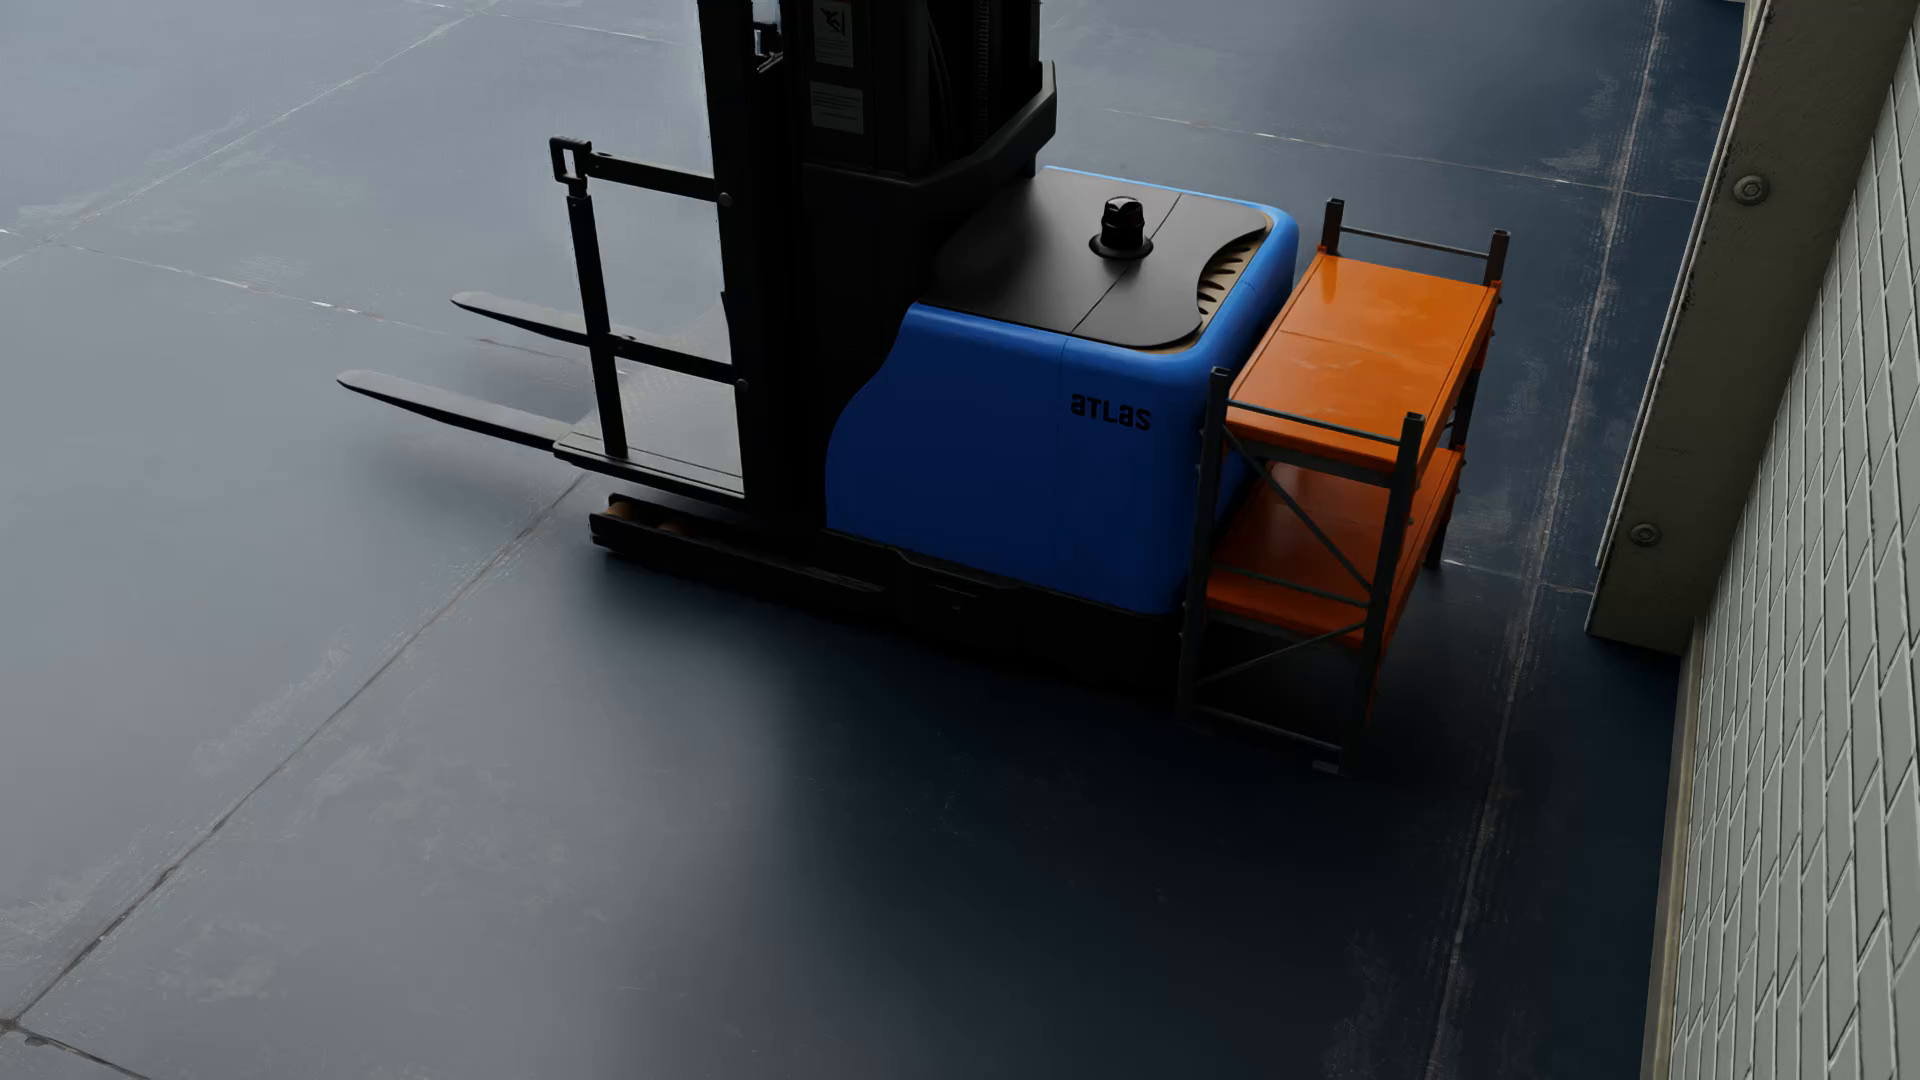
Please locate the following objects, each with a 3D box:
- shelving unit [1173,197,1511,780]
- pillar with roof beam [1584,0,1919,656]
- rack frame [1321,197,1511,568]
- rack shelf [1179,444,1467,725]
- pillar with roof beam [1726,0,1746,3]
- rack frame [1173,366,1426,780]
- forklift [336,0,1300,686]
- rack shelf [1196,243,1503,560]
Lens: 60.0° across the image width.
[{"bbox_3d":[1.037,-0.162,4.527,0.538,1.125,1.048,16,40,20],"label":"shelving unit"},{"bbox_3d":[-1.929,-4.388,3.604,9.100,9.000,0.400,14,39,18],"label":"pillar with roof beam"},{"bbox_3d":[1.255,-0.437,4.895,0.500,1.125,0.032,16,40,20],"label":"rack frame"},{"bbox_3d":[1.037,0.034,4.674,0.538,0.278,1.000,16,40,20],"label":"rack shelf"},{"bbox_3d":[0.354,-7.710,8.049,9.100,9.000,0.400,14,39,18],"label":"pillar with roof beam"},{"bbox_3d":[0.819,0.113,4.159,0.500,1.125,0.032,16,40,20],"label":"rack frame"},{"bbox_3d":[-0.587,-1.350,4.608,3.031,2.935,1.130,15,39,19],"label":"forklift"},{"bbox_3d":[1.037,-0.396,4.352,0.538,0.278,1.000,16,40,20],"label":"rack shelf"}]
